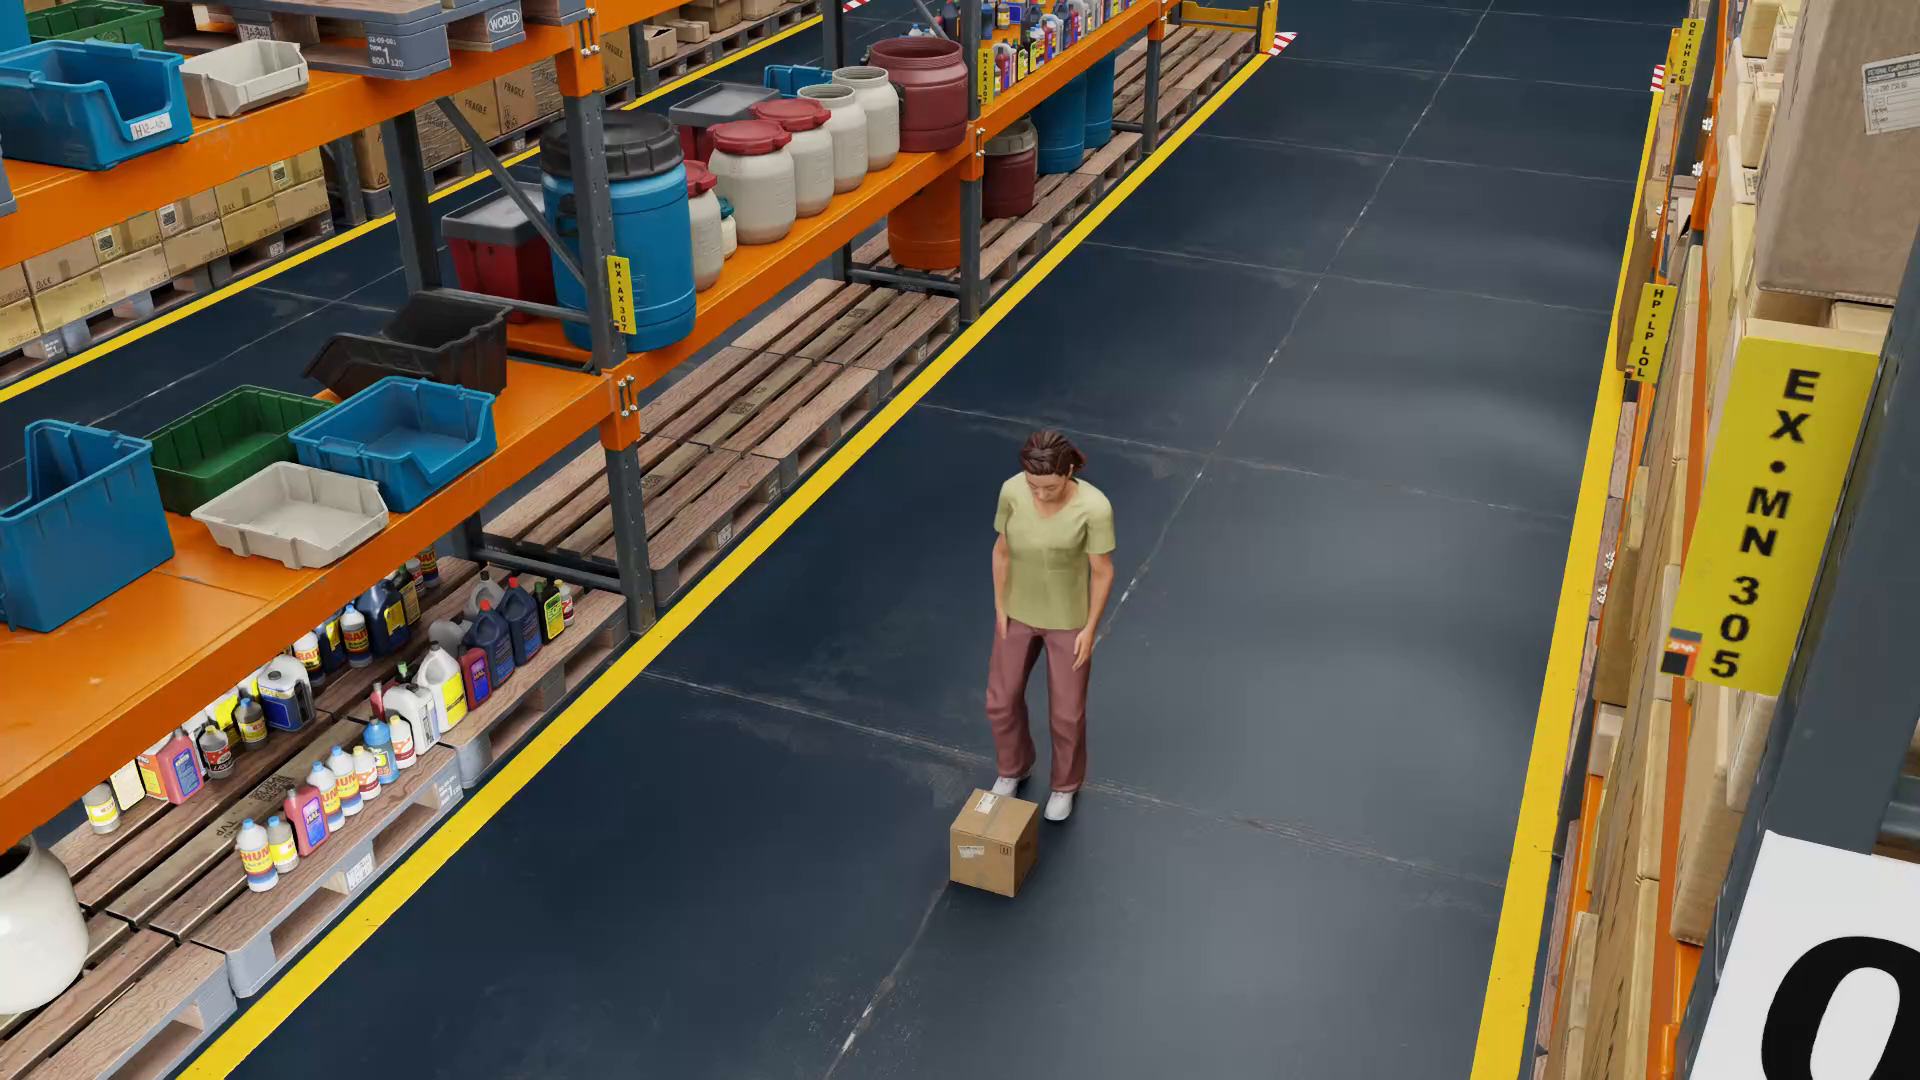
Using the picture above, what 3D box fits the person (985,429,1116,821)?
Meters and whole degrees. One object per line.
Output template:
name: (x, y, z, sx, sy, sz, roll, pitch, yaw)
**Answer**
person: (0.327, 0.304, 6.146, 0.467, 1.637, 0.370, 12, 32, 20)
